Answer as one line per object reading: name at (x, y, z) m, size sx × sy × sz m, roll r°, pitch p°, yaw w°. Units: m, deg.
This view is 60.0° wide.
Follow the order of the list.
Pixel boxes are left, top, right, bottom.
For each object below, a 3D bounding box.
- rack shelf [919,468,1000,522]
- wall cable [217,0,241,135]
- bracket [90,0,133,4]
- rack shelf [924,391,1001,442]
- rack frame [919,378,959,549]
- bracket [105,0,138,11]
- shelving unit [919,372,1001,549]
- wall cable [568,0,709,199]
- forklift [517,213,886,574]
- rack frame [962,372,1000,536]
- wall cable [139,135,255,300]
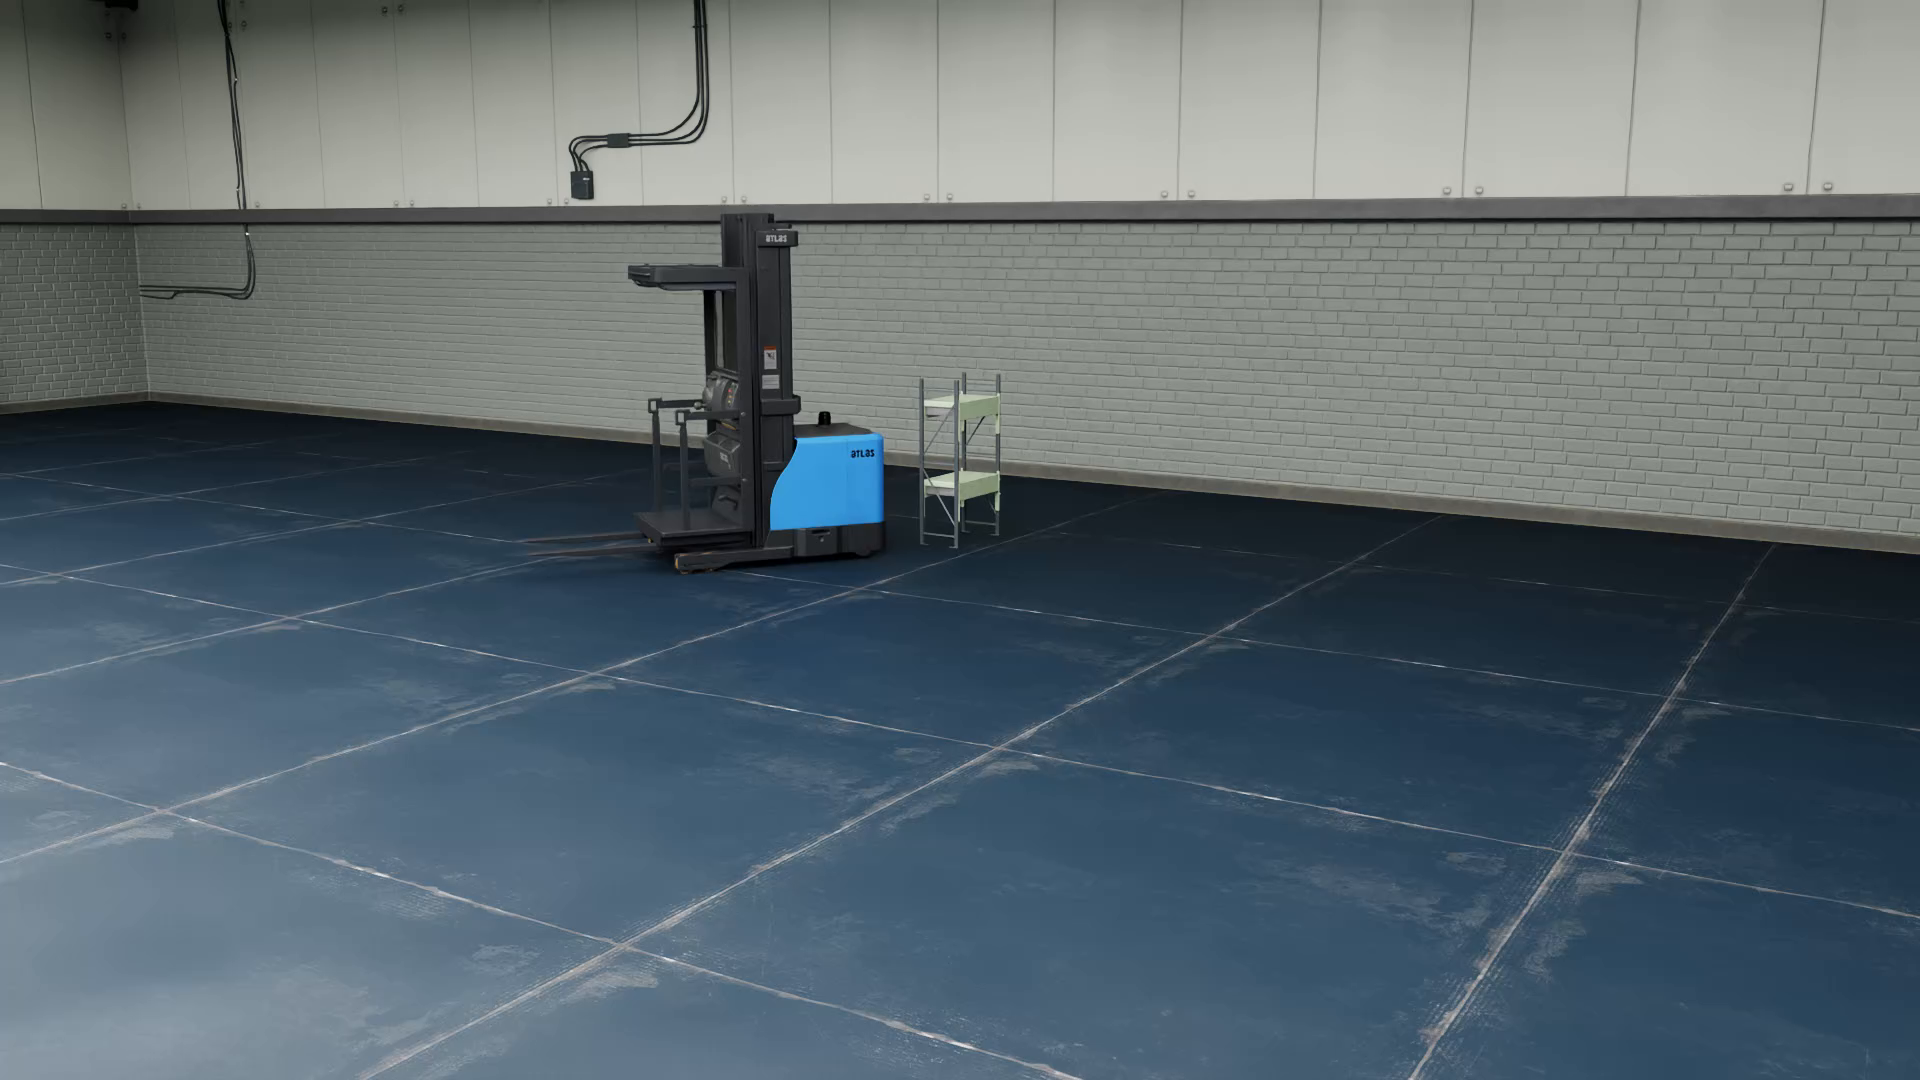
rack shelf at (0.003, -0.418, 15.178) m, size 0.431 × 0.370 × 0.720 m, roll 6°, pitch 12°, yaw 31°
wall cable at (-9.926, -7.295, 24.474) m, size 3.097 × 2.526 × 0.112 m, roll 6°, pitch 12°, yaw 31°
bracket at (-13.455, -8.341, 25.565) m, size 0.076 × 0.066 × 3.189 m, roll 6°, pitch 12°, yaw 31°
rack shelf at (0.003, -1.122, 15.046) m, size 0.431 × 0.370 × 0.720 m, roll 6°, pitch 12°, yaw 31°
rack frame at (-0.187, -0.681, 14.810) m, size 0.400 × 1.500 × 0.023 m, roll 6°, pitch 12°, yaw 31°
bracket at (-13.148, -8.433, 26.061) m, size 0.235 × 0.232 × 0.430 m, roll 6°, pitch 12°, yaw 31°
shelving unit at (0.003, -0.738, 15.118) m, size 0.431 × 1.500 × 0.755 m, roll 6°, pitch 12°, yaw 31°
wall cable at (-4.132, -7.359, 20.863) m, size 2.305 × 6.003 × 0.169 m, roll 6°, pitch 12°, yaw 31°
forklift at (-2.211, -1.270, 14.070) m, size 3.031 × 2.935 × 1.130 m, roll -5°, pitch 12°, yaw -23°
rack frame at (0.193, -0.796, 15.425) m, size 0.400 × 1.500 × 0.023 m, roll 6°, pitch 12°, yaw 31°
wall cable at (-12.238, -5.071, 26.320) m, size 3.097 × 2.526 × 0.112 m, roll 6°, pitch 12°, yaw 31°
